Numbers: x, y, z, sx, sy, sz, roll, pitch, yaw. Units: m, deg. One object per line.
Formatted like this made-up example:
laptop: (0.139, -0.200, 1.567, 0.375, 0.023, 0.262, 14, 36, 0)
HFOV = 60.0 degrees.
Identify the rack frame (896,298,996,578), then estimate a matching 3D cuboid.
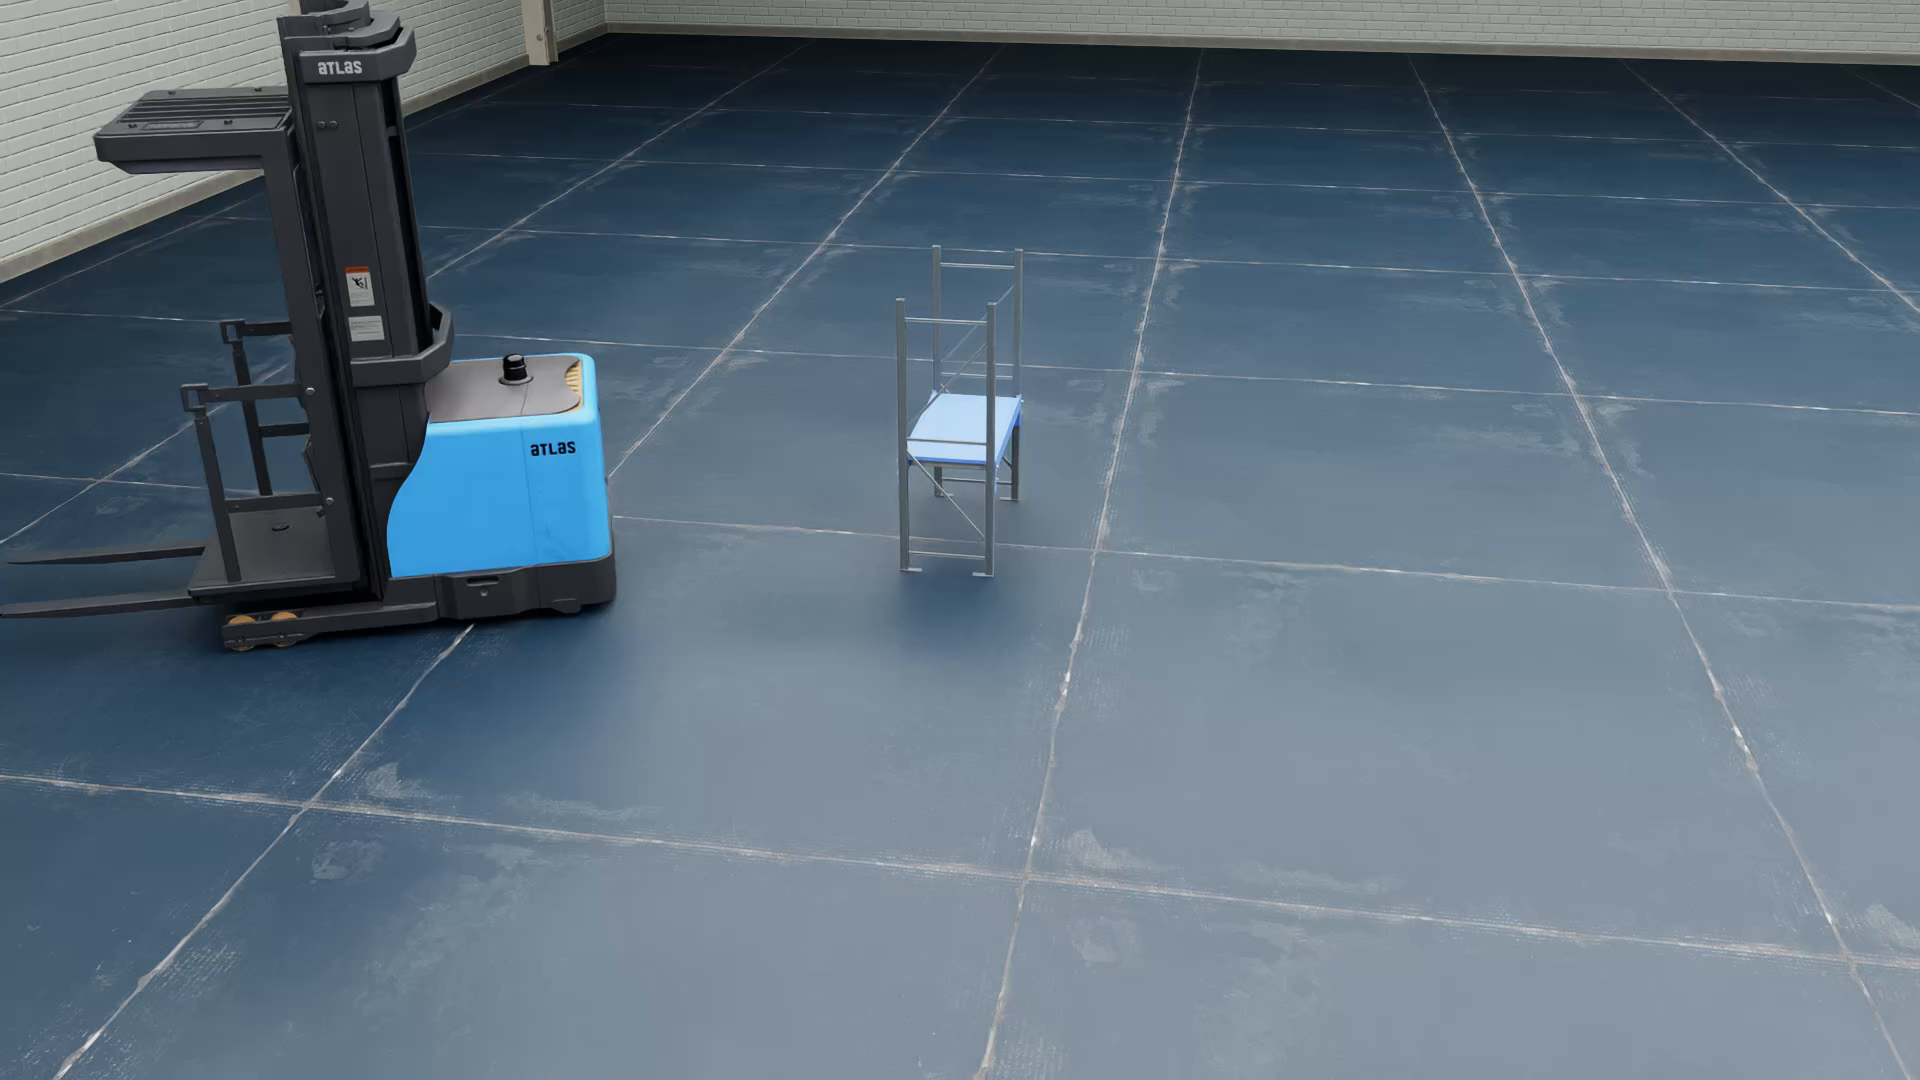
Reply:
rack frame: (-0.069, -0.502, 8.554, 0.500, 1.500, 0.032, 4, 25, 9)

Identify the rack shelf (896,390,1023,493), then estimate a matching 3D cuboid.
rack shelf: (0.014, -0.552, 9.085, 0.538, 0.185, 1.000, 4, 25, 9)

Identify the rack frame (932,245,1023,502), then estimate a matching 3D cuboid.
rack frame: (0.097, -0.928, 9.462, 0.500, 1.500, 0.032, 4, 25, 9)

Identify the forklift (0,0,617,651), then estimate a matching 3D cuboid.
forklift: (-3.325, -1.033, 8.000, 3.031, 2.935, 1.130, -5, 26, -11)

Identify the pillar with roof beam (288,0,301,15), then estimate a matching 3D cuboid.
pillar with roof beam: (-2.728, -8.129, 16.003, 9.100, 9.000, 0.400, 4, 25, 9)

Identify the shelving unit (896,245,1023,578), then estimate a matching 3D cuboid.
shelving unit: (0.014, -0.715, 9.008, 0.538, 1.500, 1.048, 4, 25, 9)

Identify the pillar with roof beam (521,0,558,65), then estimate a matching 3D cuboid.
pillar with roof beam: (-1.747, -10.639, 21.364, 9.100, 9.000, 0.400, 4, 25, 9)
